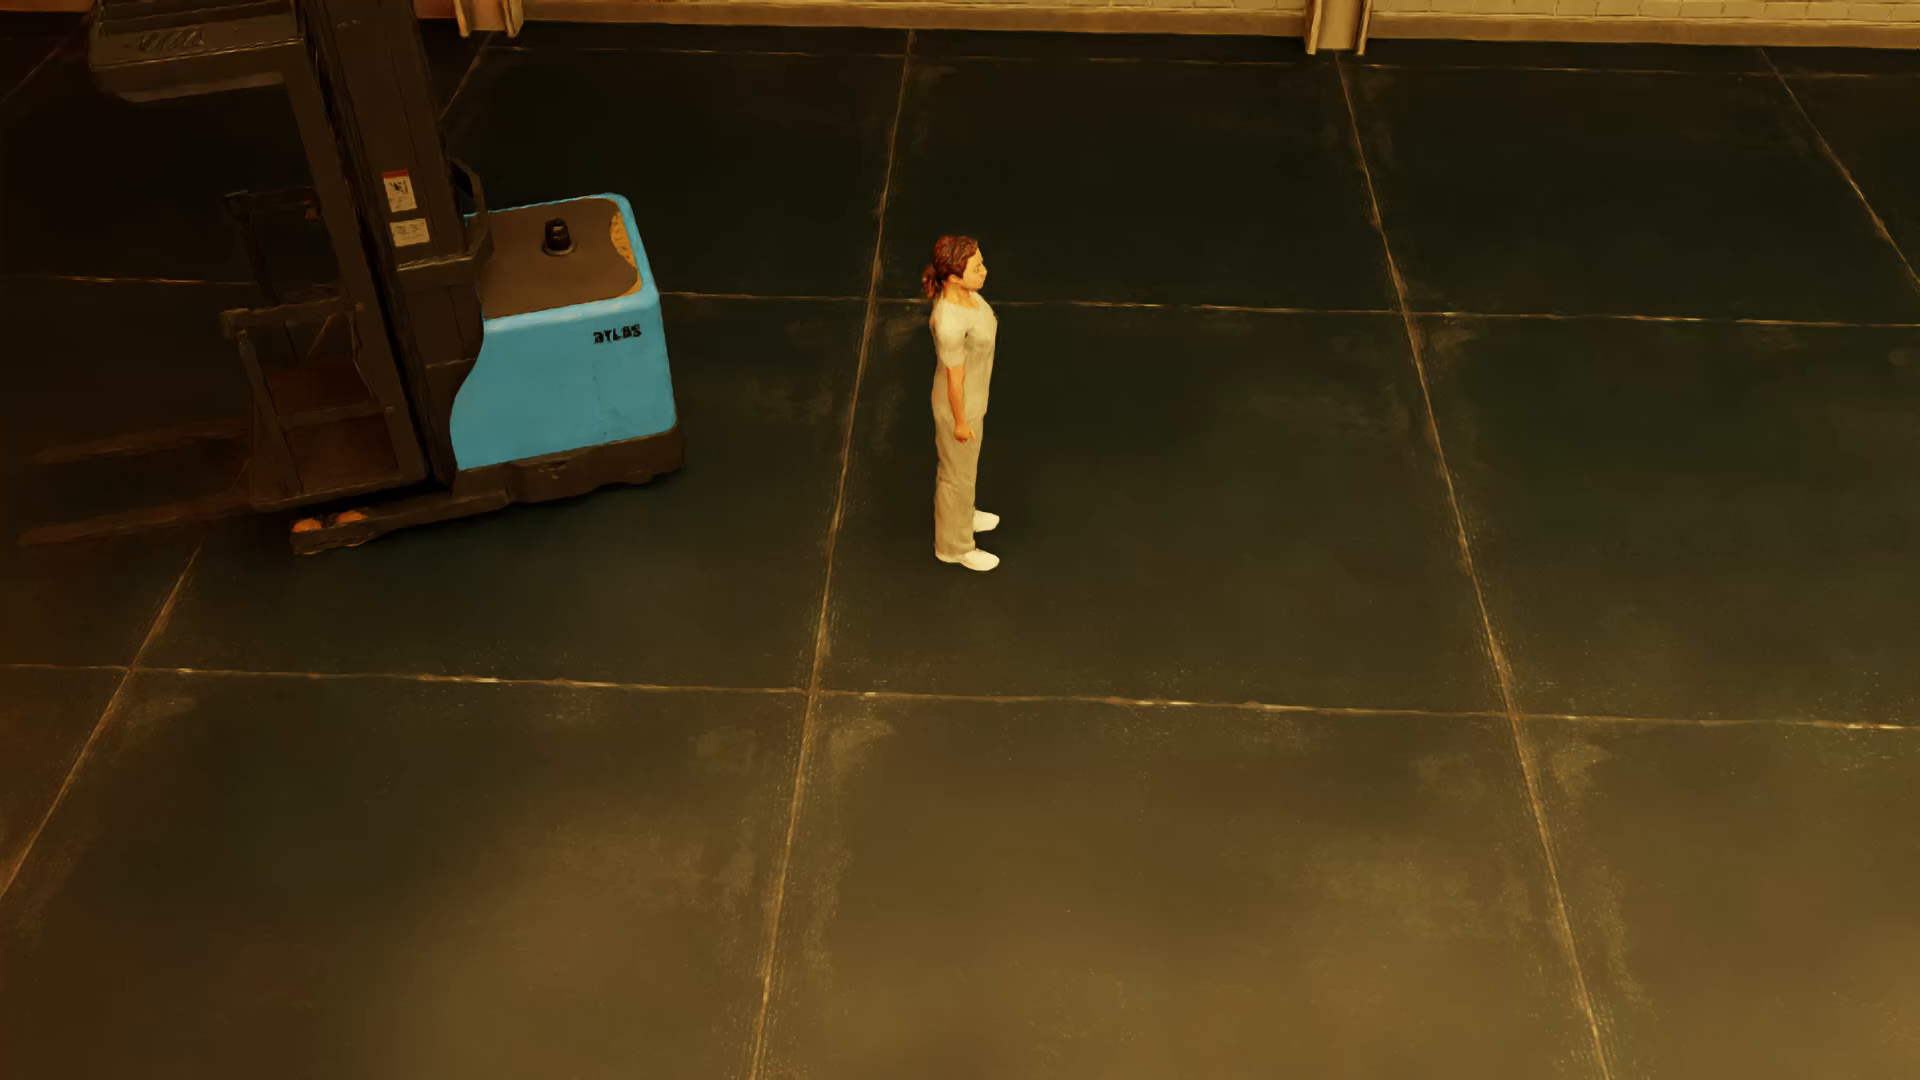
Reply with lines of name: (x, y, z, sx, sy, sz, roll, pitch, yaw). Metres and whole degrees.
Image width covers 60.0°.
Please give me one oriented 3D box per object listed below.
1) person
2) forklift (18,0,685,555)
person: (0.015, -0.617, 7.354, 0.352, 1.671, 0.432, 2, 42, 2)
forklift: (-2.939, -1.415, 7.293, 3.031, 2.935, 1.130, -12, 44, -13)
